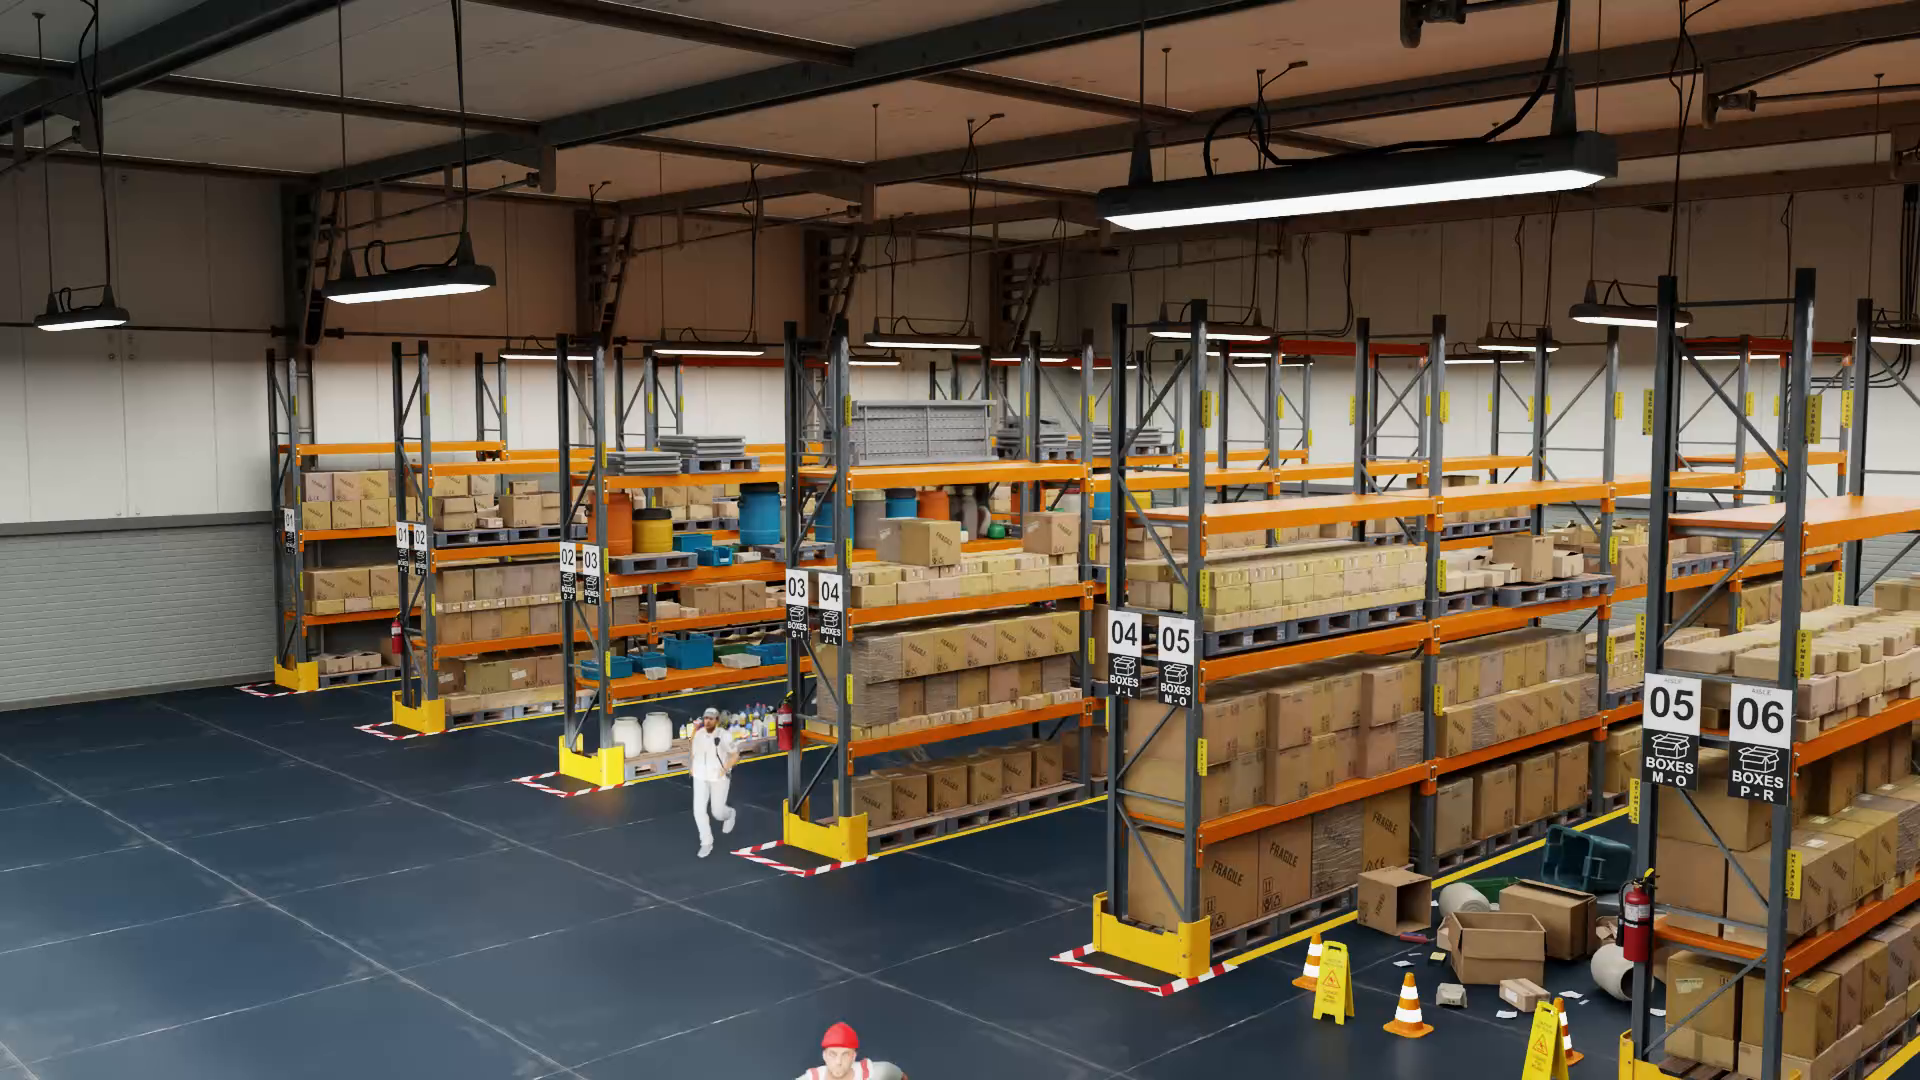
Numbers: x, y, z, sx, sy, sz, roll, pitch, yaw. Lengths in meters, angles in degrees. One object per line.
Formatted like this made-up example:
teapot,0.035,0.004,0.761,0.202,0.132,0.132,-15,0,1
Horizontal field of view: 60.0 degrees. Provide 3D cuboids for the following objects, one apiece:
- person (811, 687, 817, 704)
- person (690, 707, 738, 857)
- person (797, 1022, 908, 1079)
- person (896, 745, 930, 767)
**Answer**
person,-2.063,1.851,28.278,0.674,1.806,1.201,4,6,39
person,-2.823,2.723,18.983,0.607,1.654,0.766,1,5,12
person,-0.619,3.490,9.135,0.692,1.813,0.864,0,5,3
person,-0.641,2.417,22.101,0.759,1.619,0.596,-4,6,-39
